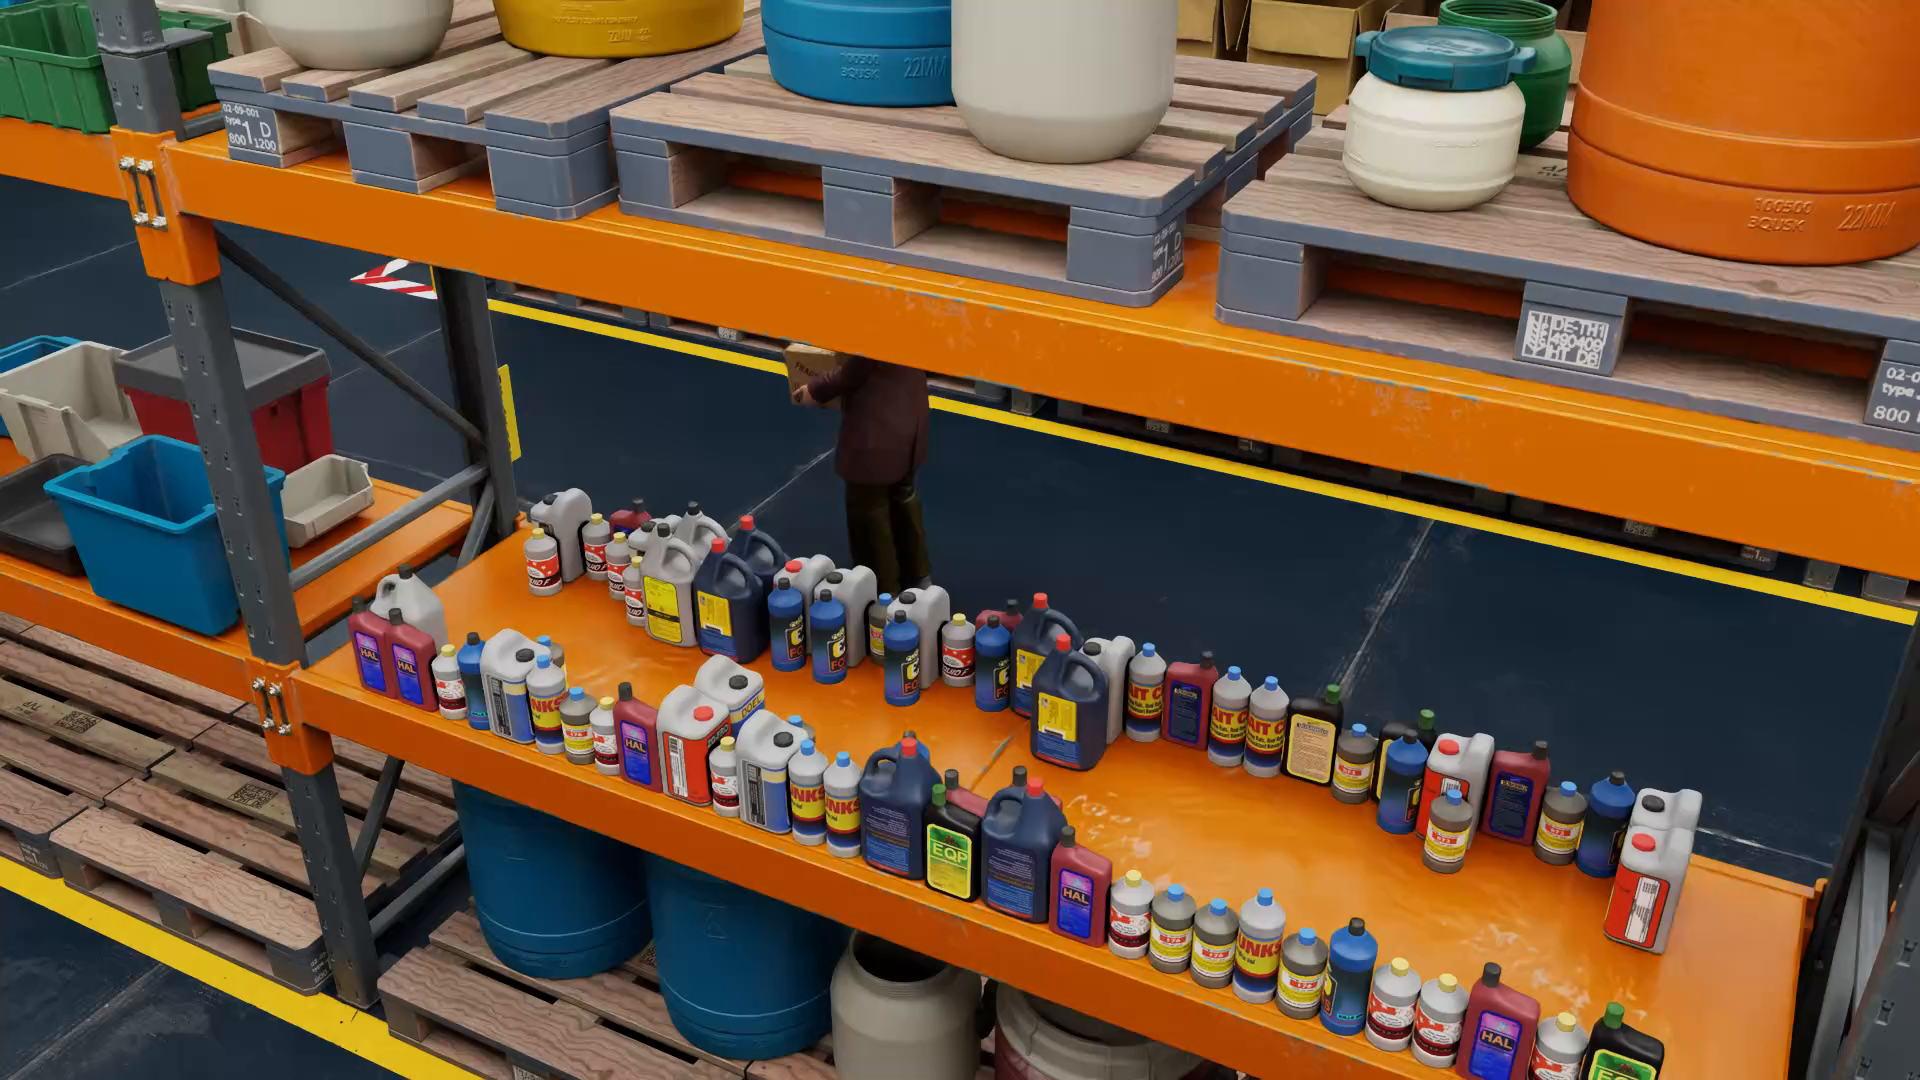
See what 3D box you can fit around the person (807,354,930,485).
[{"bbox_3d":[-0.363,-0.723,6.955,0.466,0.905,0.533,14,33,23],"label":"person"}]
